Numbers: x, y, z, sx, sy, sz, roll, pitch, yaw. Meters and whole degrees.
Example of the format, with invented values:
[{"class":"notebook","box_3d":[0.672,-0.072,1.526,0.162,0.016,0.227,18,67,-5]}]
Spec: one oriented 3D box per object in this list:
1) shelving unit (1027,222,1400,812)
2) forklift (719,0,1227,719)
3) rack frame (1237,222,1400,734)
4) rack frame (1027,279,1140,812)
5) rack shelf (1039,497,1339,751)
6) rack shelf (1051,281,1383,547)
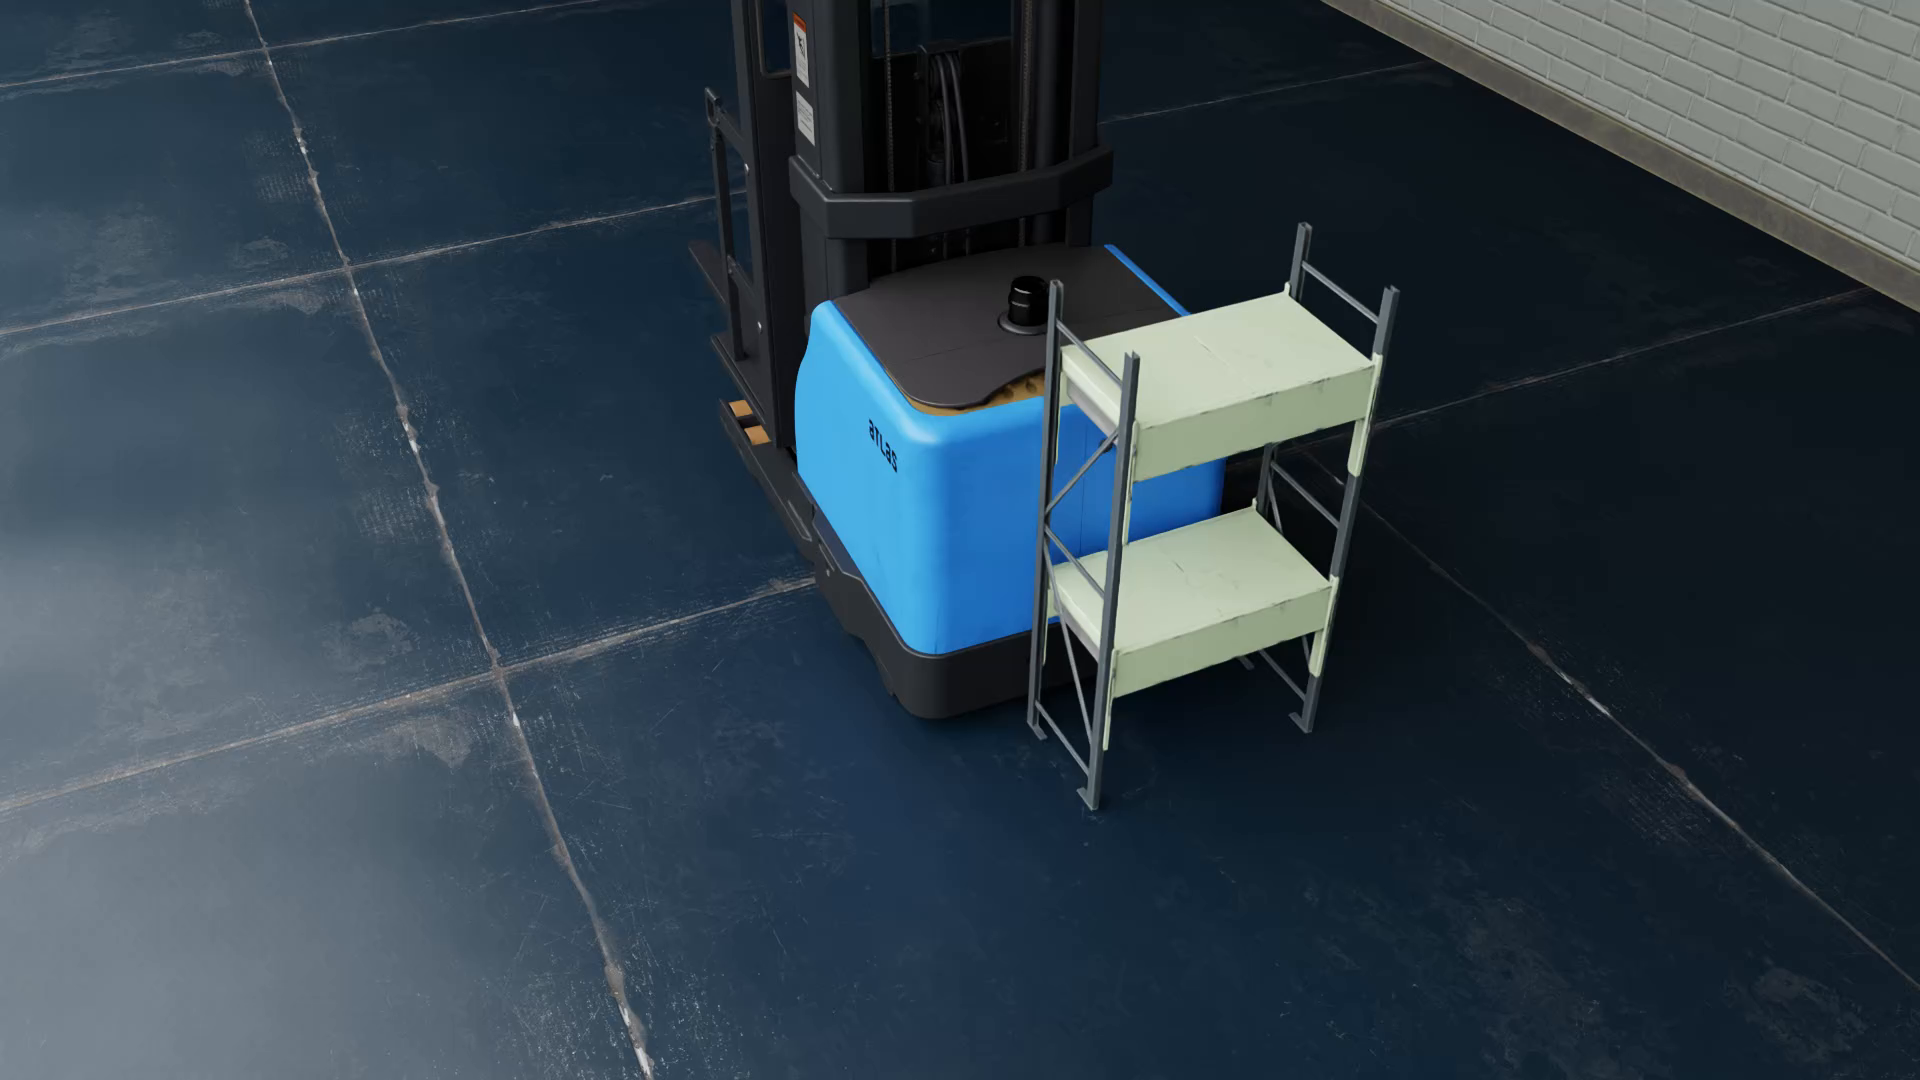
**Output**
[{"class":"shelving unit","box_3d":[0.636,-0.030,4.520,0.755,1.500,0.431,-16,41,-20]},{"class":"forklift","box_3d":[-0.248,-1.521,5.341,1.130,2.935,3.031,-14,39,-19]},{"class":"rack frame","box_3d":[0.966,-0.124,4.647,0.023,1.500,0.400,-16,41,-20]},{"class":"rack frame","box_3d":[0.306,0.065,4.392,0.023,1.500,0.400,-16,41,-20]},{"class":"rack shelf","box_3d":[0.632,0.227,4.721,0.720,0.370,0.431,-16,41,-20]},{"class":"rack shelf","box_3d":[0.641,-0.337,4.279,0.720,0.370,0.431,-16,41,-20]}]
